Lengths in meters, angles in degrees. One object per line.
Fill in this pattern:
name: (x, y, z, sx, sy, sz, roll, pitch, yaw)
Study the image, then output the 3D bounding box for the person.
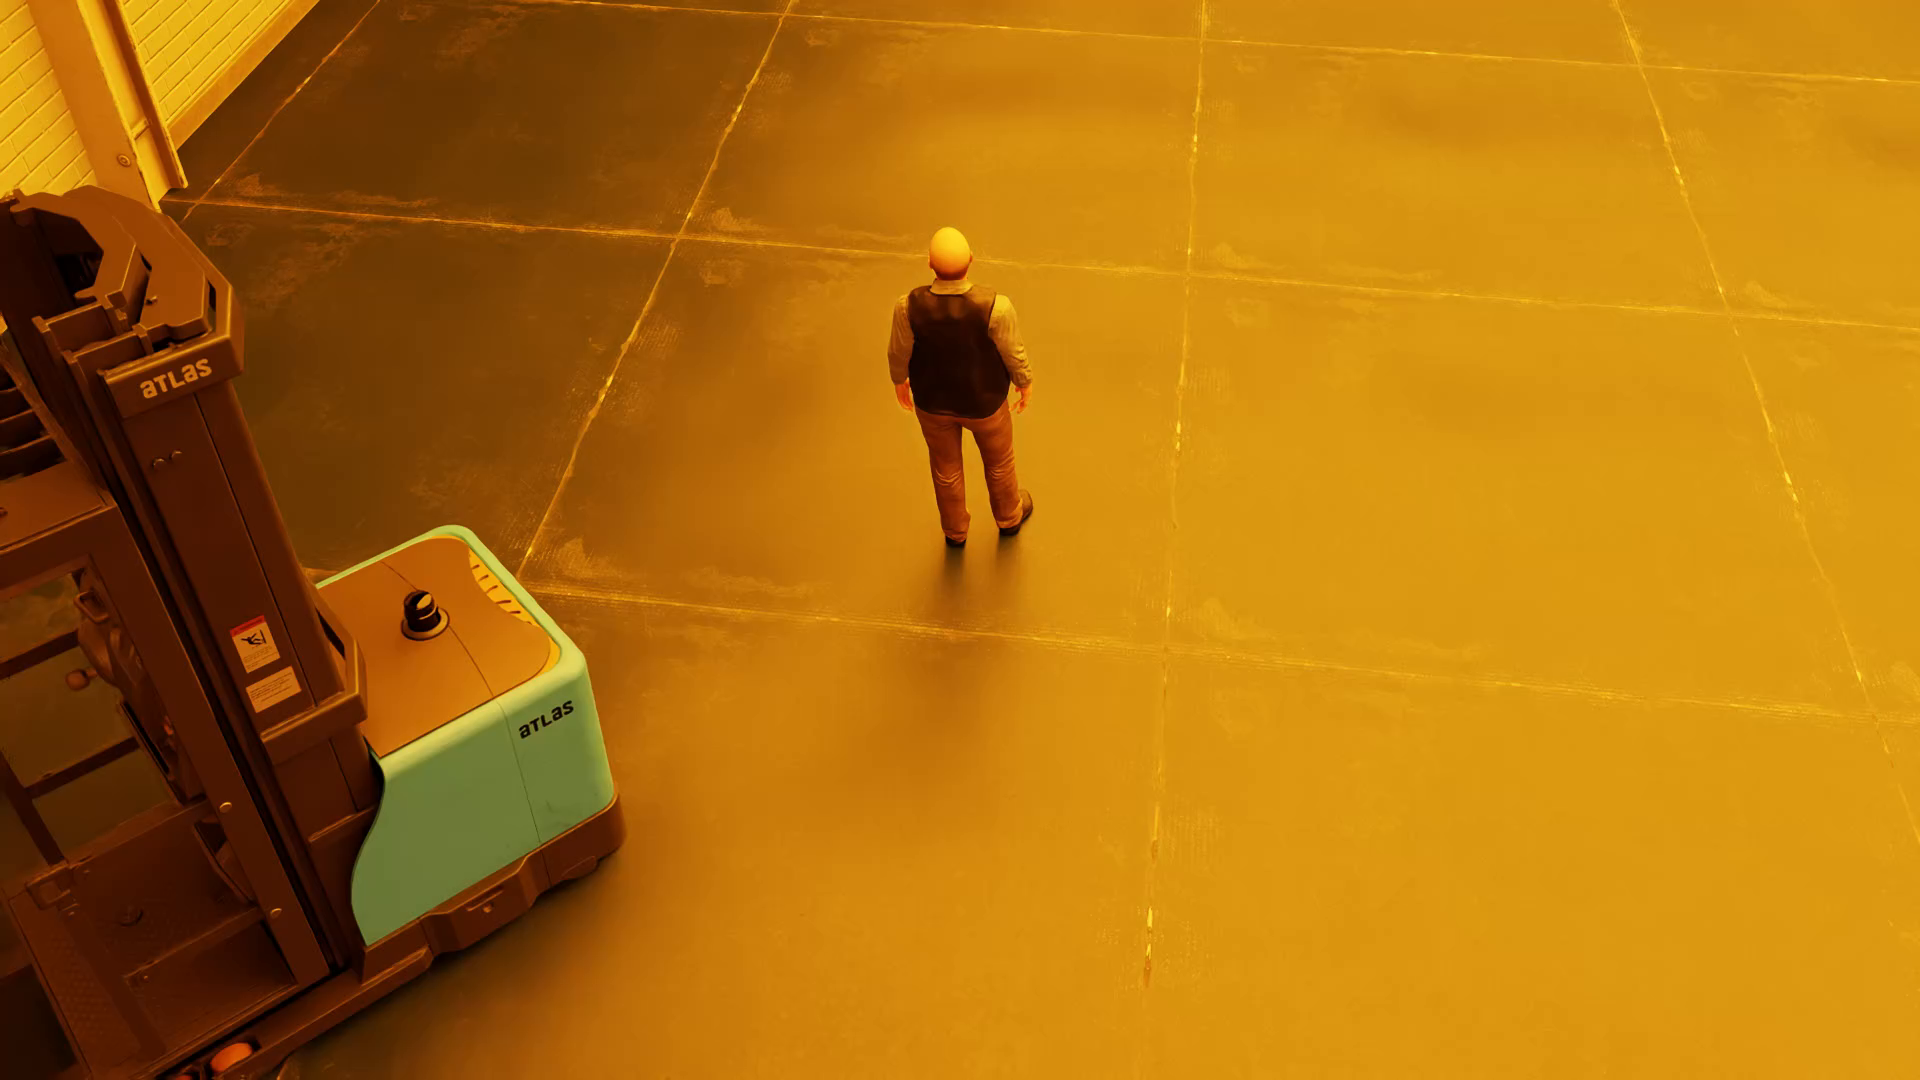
person: (0.015, -0.681, 7.349, 0.633, 1.722, 0.566, 5, 43, 6)

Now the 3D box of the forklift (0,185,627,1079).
forklift: (-2.768, 0.515, 5.164, 3.031, 2.935, 1.130, -29, 50, -28)
